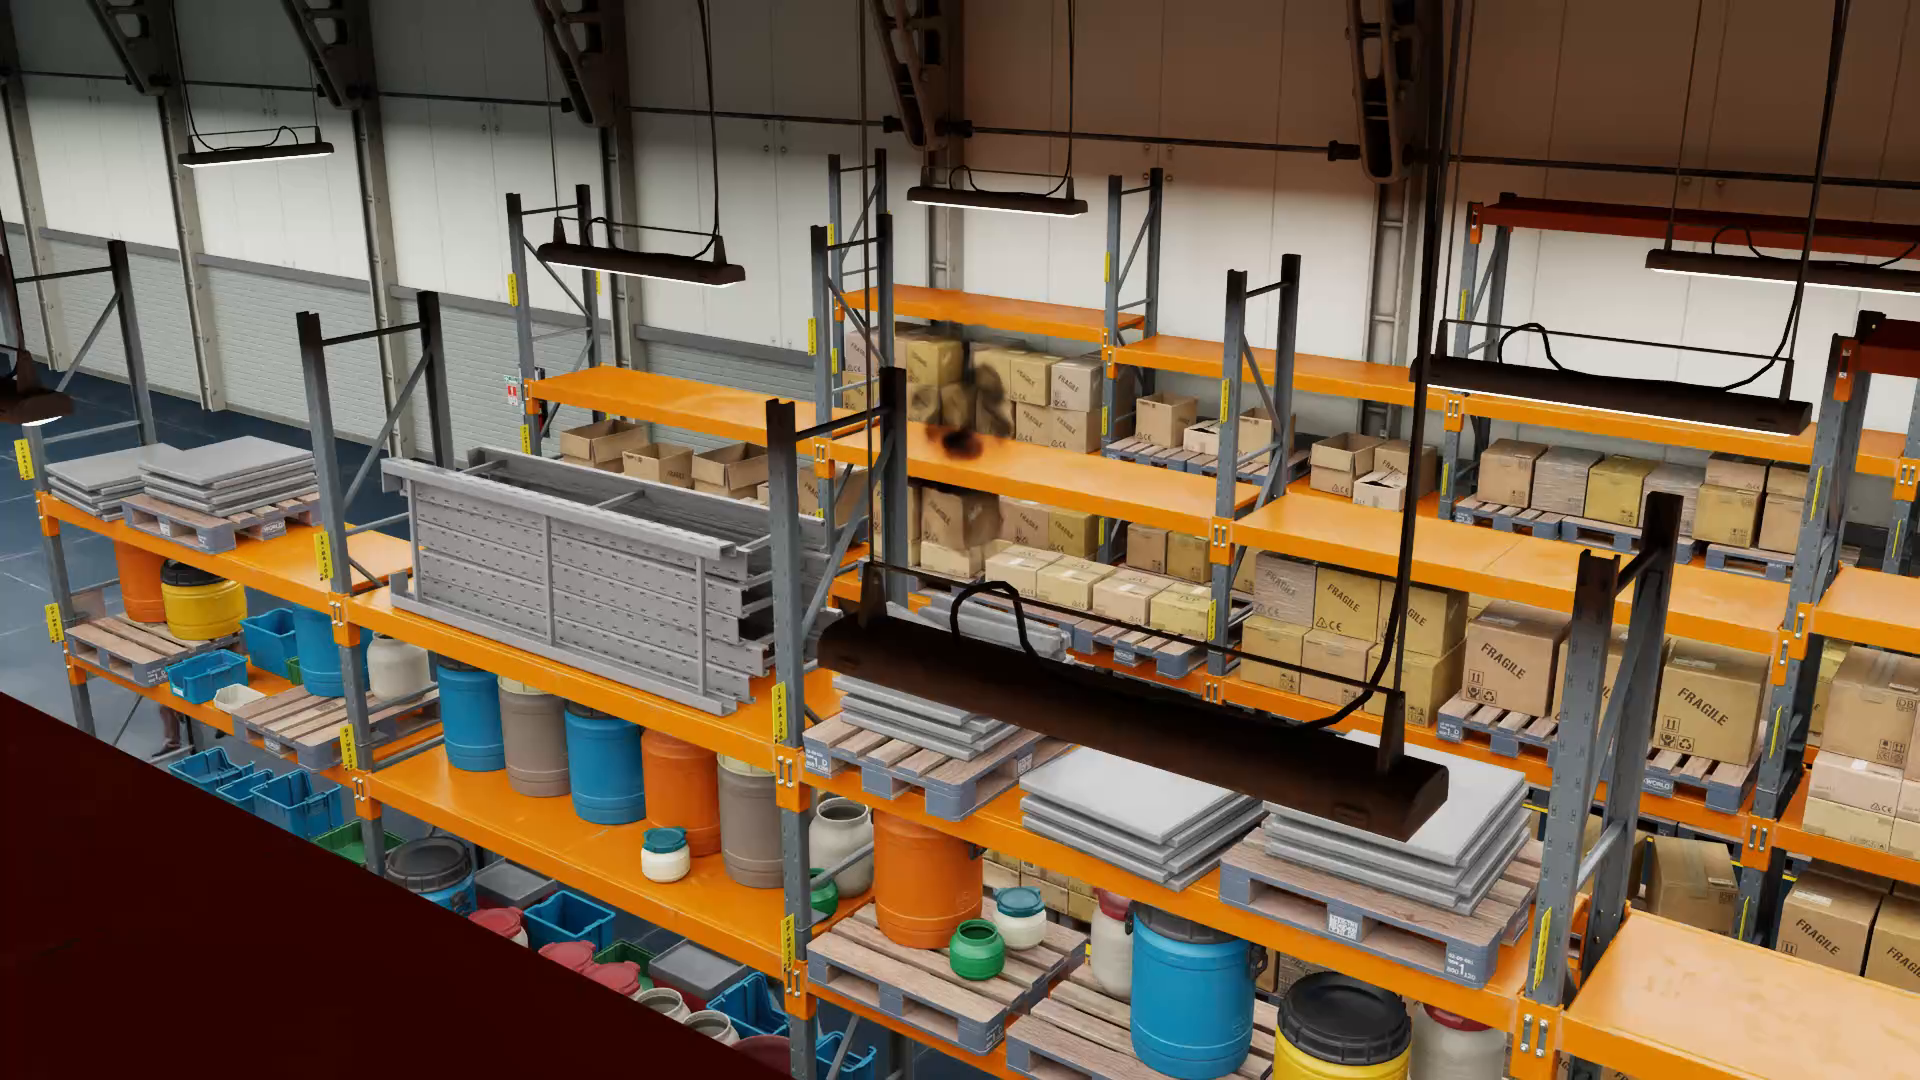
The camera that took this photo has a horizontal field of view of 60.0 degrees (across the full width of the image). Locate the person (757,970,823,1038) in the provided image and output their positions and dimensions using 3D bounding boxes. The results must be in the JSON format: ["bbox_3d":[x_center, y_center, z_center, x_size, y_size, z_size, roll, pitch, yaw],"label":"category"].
[{"bbox_3d":[-1.351,3.220,12.866,0.660,1.722,0.517,10,21,28],"label":"person"}]

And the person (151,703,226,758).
[{"bbox_3d":[-8.385,1.509,17.960,0.875,1.721,0.662,-8,20,-22],"label":"person"}]
